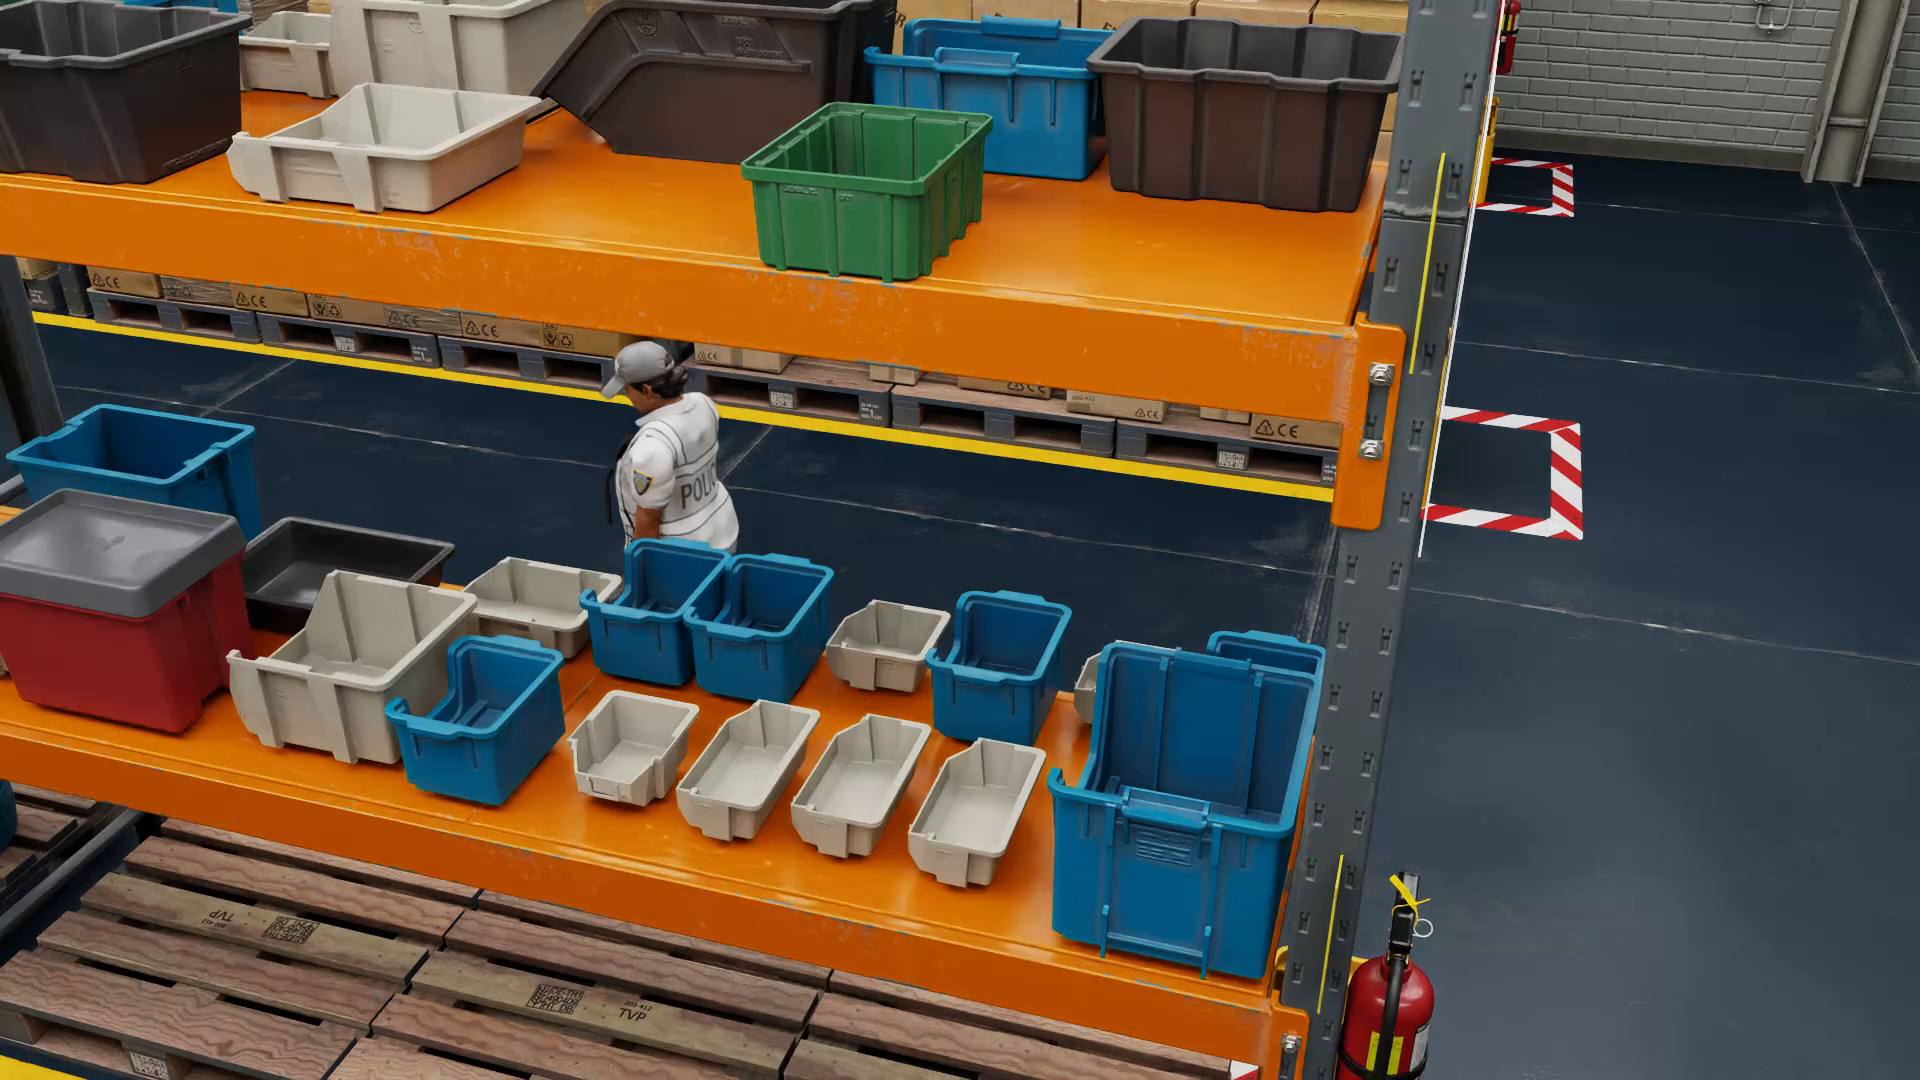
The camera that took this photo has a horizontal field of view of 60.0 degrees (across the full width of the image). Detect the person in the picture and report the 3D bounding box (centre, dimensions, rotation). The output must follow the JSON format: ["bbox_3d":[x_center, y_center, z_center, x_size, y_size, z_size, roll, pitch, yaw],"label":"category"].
[{"bbox_3d":[-1.037,0.056,6.054,0.409,1.650,0.478,9,31,16],"label":"person"}]
